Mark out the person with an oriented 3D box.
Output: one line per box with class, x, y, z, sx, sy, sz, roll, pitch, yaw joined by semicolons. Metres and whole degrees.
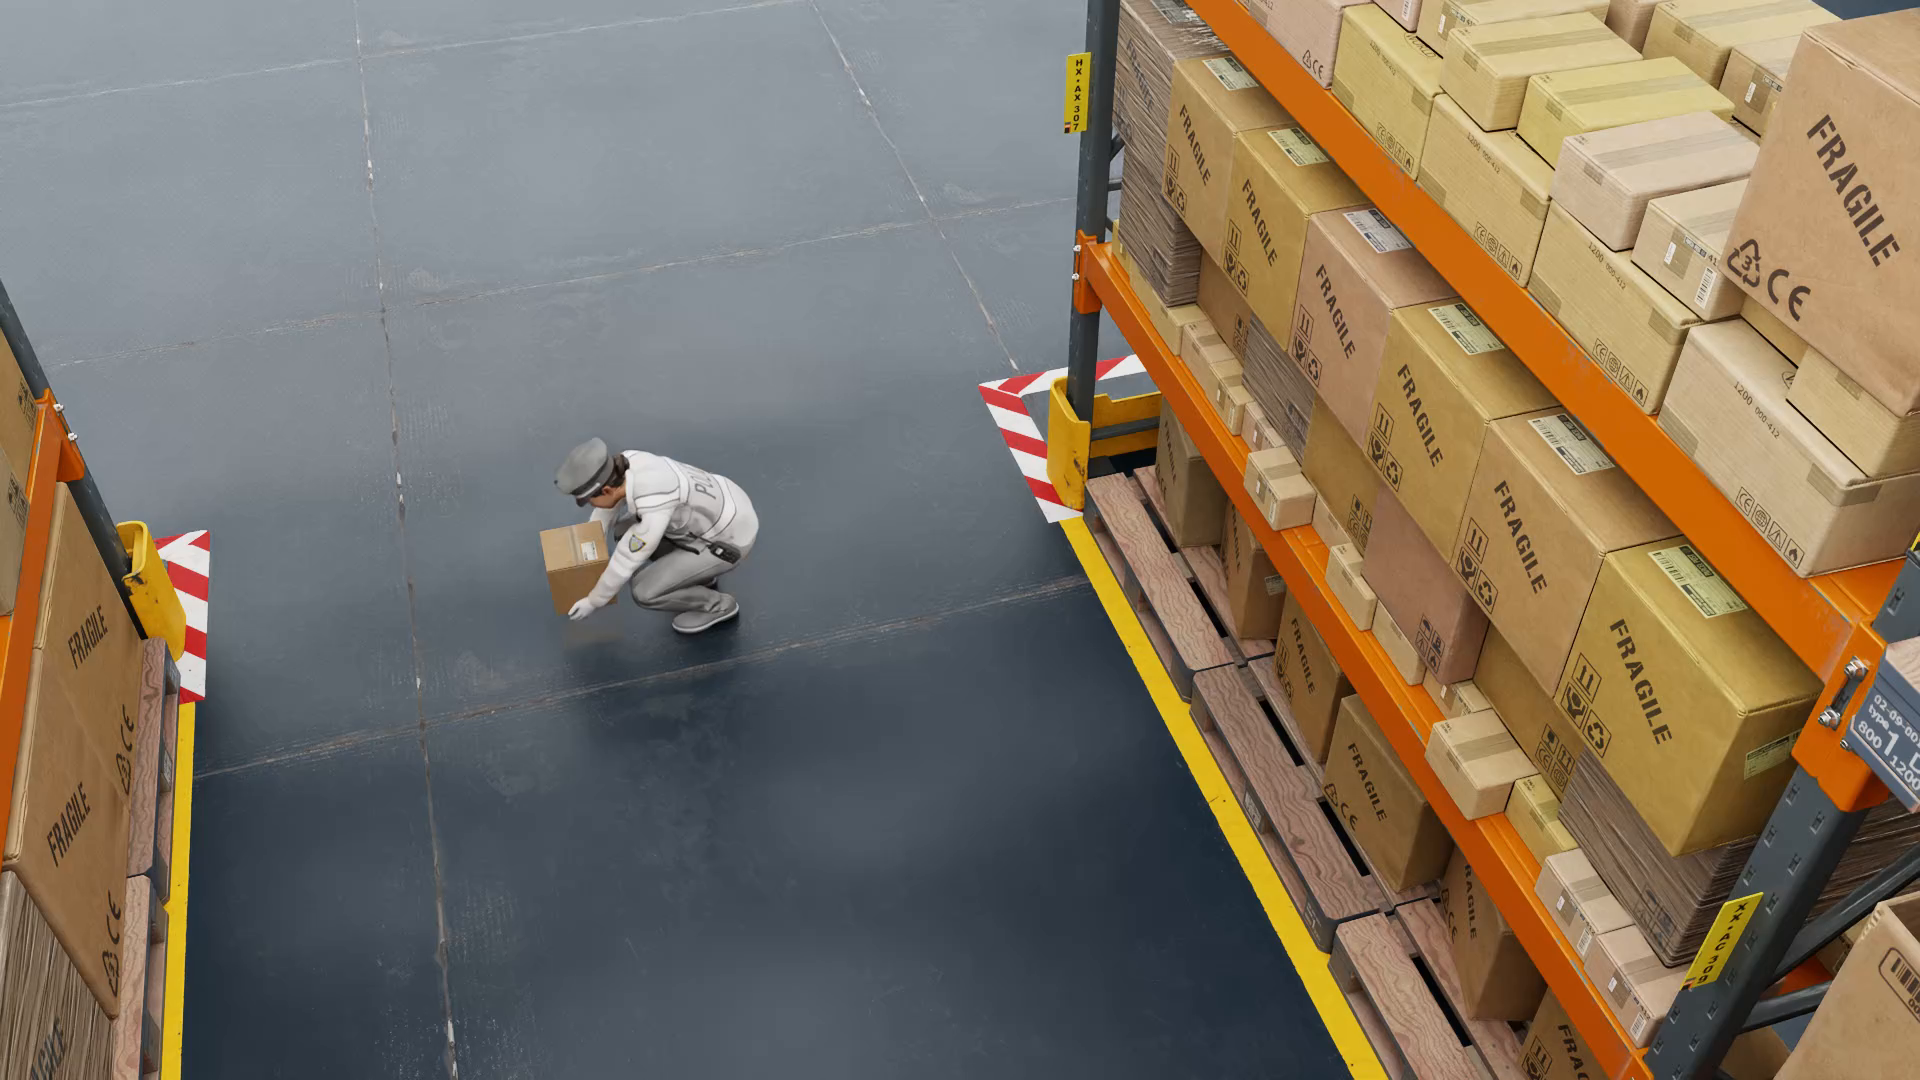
person;-1.238;-0.064;6.760;0.822;0.964;0.499;-12;44;-13
